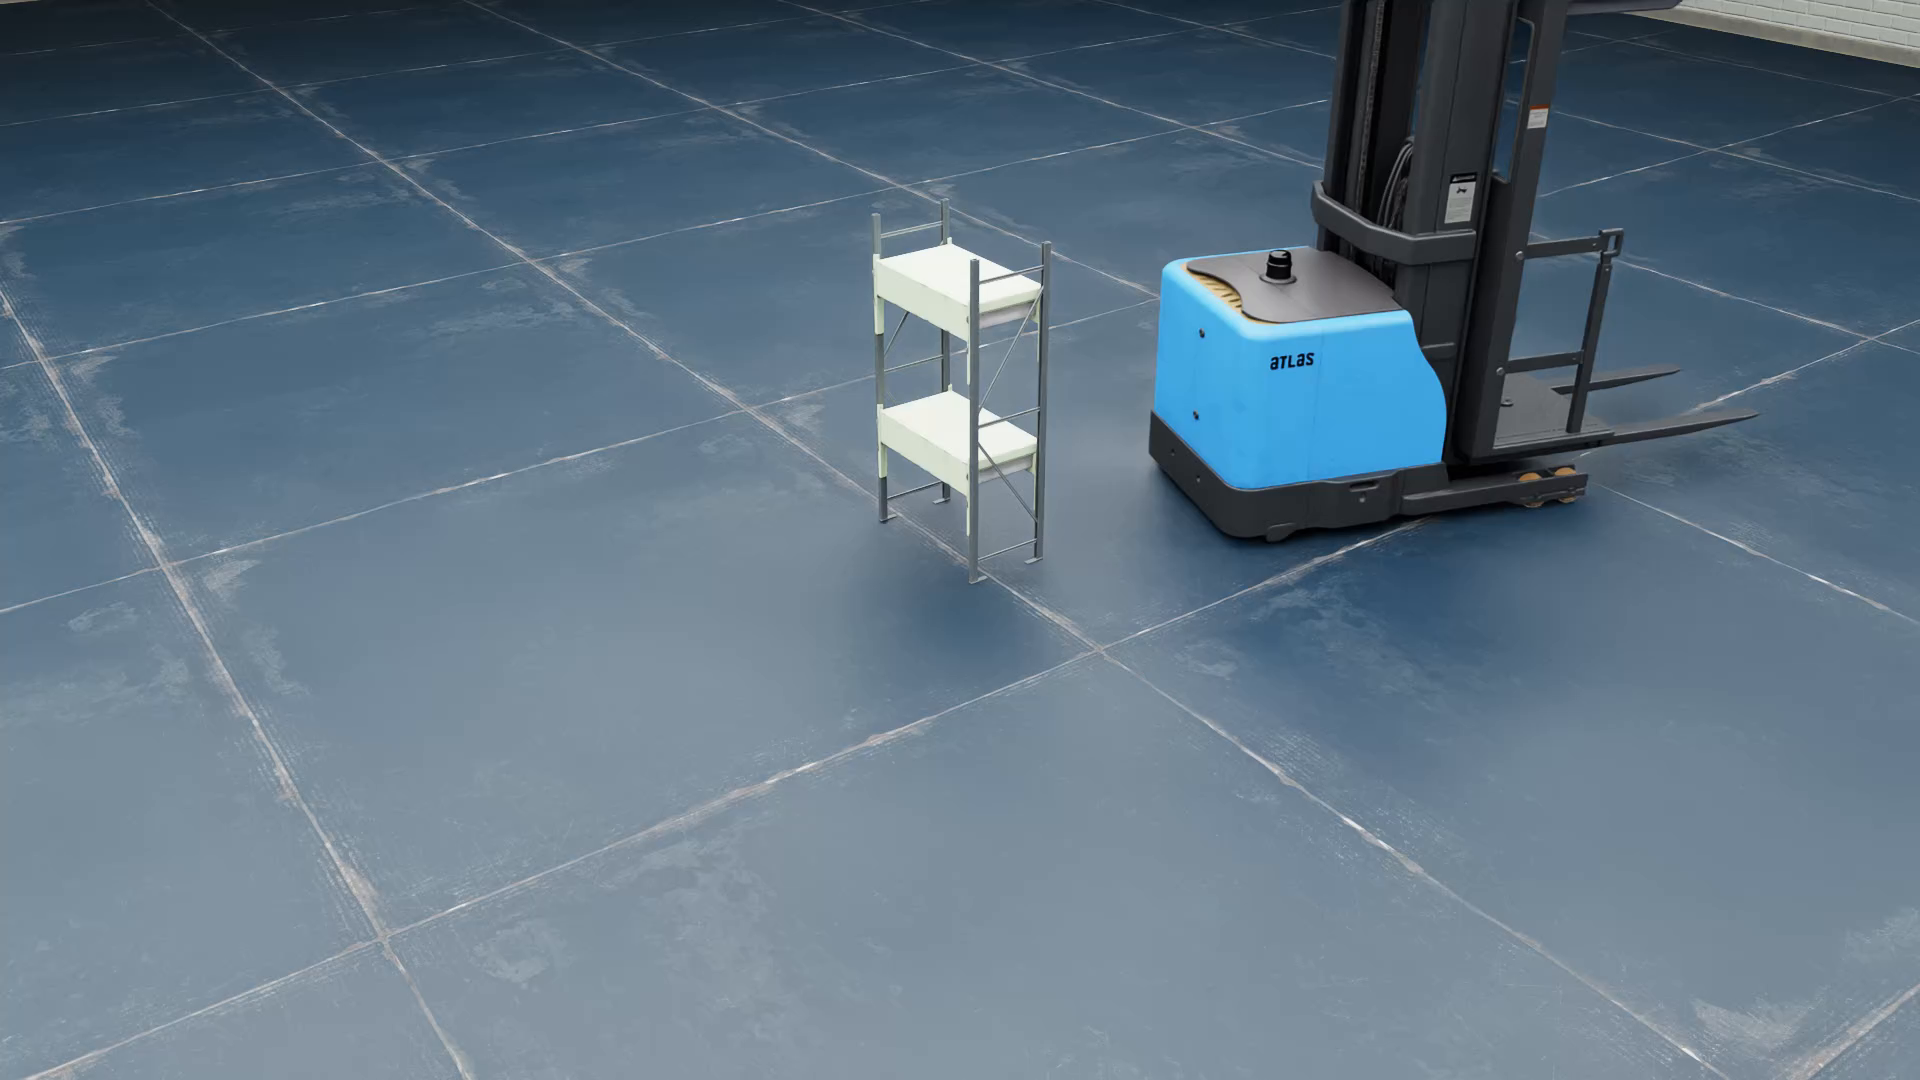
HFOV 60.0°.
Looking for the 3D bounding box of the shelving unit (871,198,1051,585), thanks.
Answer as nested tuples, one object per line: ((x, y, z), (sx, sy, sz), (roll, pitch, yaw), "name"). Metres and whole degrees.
((-0.004, -0.662, 7.397), (0.431, 1.500, 0.755), (-19, 34, -31), "shelving unit")

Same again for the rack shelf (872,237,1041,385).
((-0.004, -1.005, 7.211), (0.431, 0.370, 0.720), (-19, 34, -31), "rack shelf")

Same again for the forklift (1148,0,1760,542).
((2.529, -1.674, 7.762), (3.031, 2.935, 1.130), (-8, 30, -15), "forklift")

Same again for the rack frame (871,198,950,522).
((-0.216, -0.804, 7.659), (0.400, 1.500, 0.023), (-19, 34, -31), "rack frame")

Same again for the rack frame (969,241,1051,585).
((0.208, -0.519, 7.135), (0.400, 1.500, 0.023), (-19, 34, -31), "rack frame")

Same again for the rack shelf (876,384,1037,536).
((-0.004, -0.375, 7.552), (0.431, 0.370, 0.720), (-19, 34, -31), "rack shelf")
